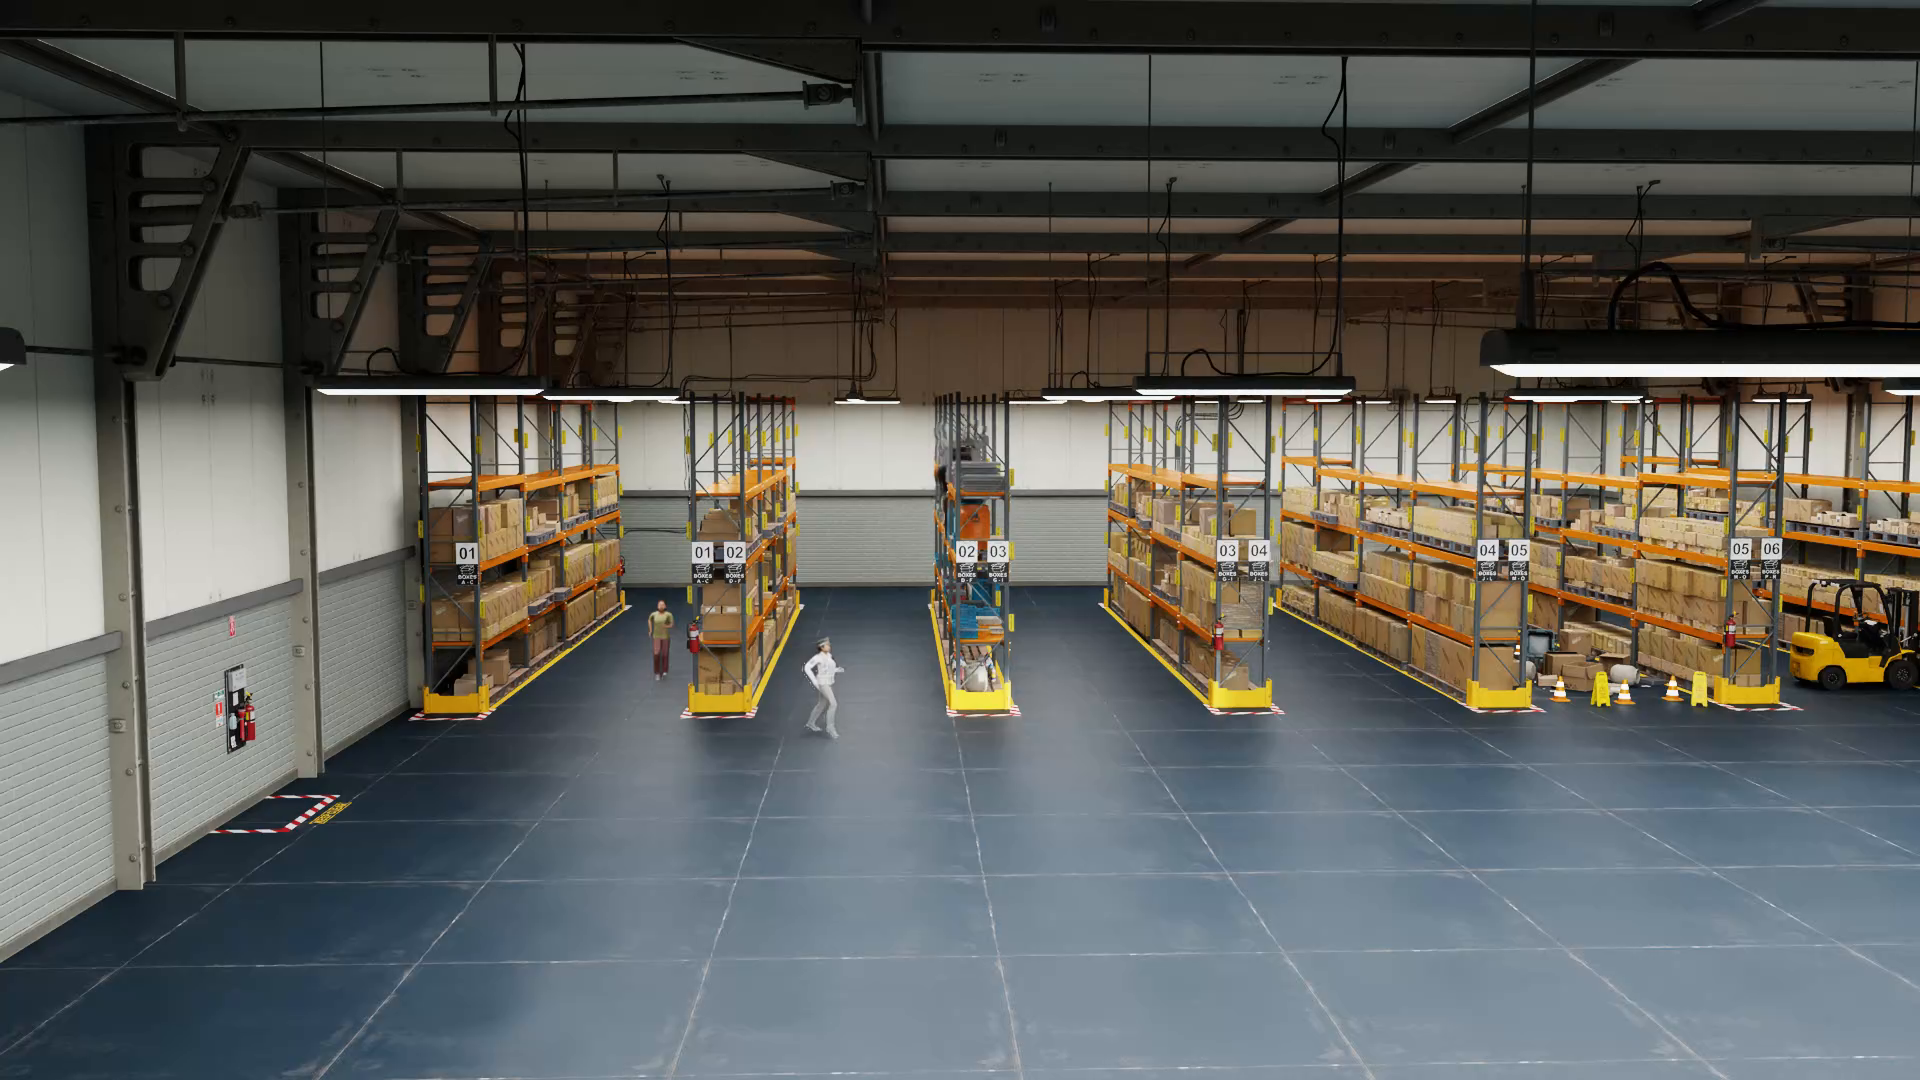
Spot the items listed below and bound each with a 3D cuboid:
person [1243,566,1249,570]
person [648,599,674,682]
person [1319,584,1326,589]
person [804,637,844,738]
[{"bbox_3d":[8.452,0.971,48.585,0.892,1.781,0.690,-1,5,-15],"label":"person"},{"bbox_3d":[-6.254,2.099,34.848,0.543,1.720,0.723,-1,5,-9],"label":"person"},{"bbox_3d":[10.541,1.048,49.028,0.511,1.532,0.741,3,6,36],"label":"person"},{"bbox_3d":[-2.367,2.562,28.937,0.758,1.755,0.582,2,5,19],"label":"person"}]
